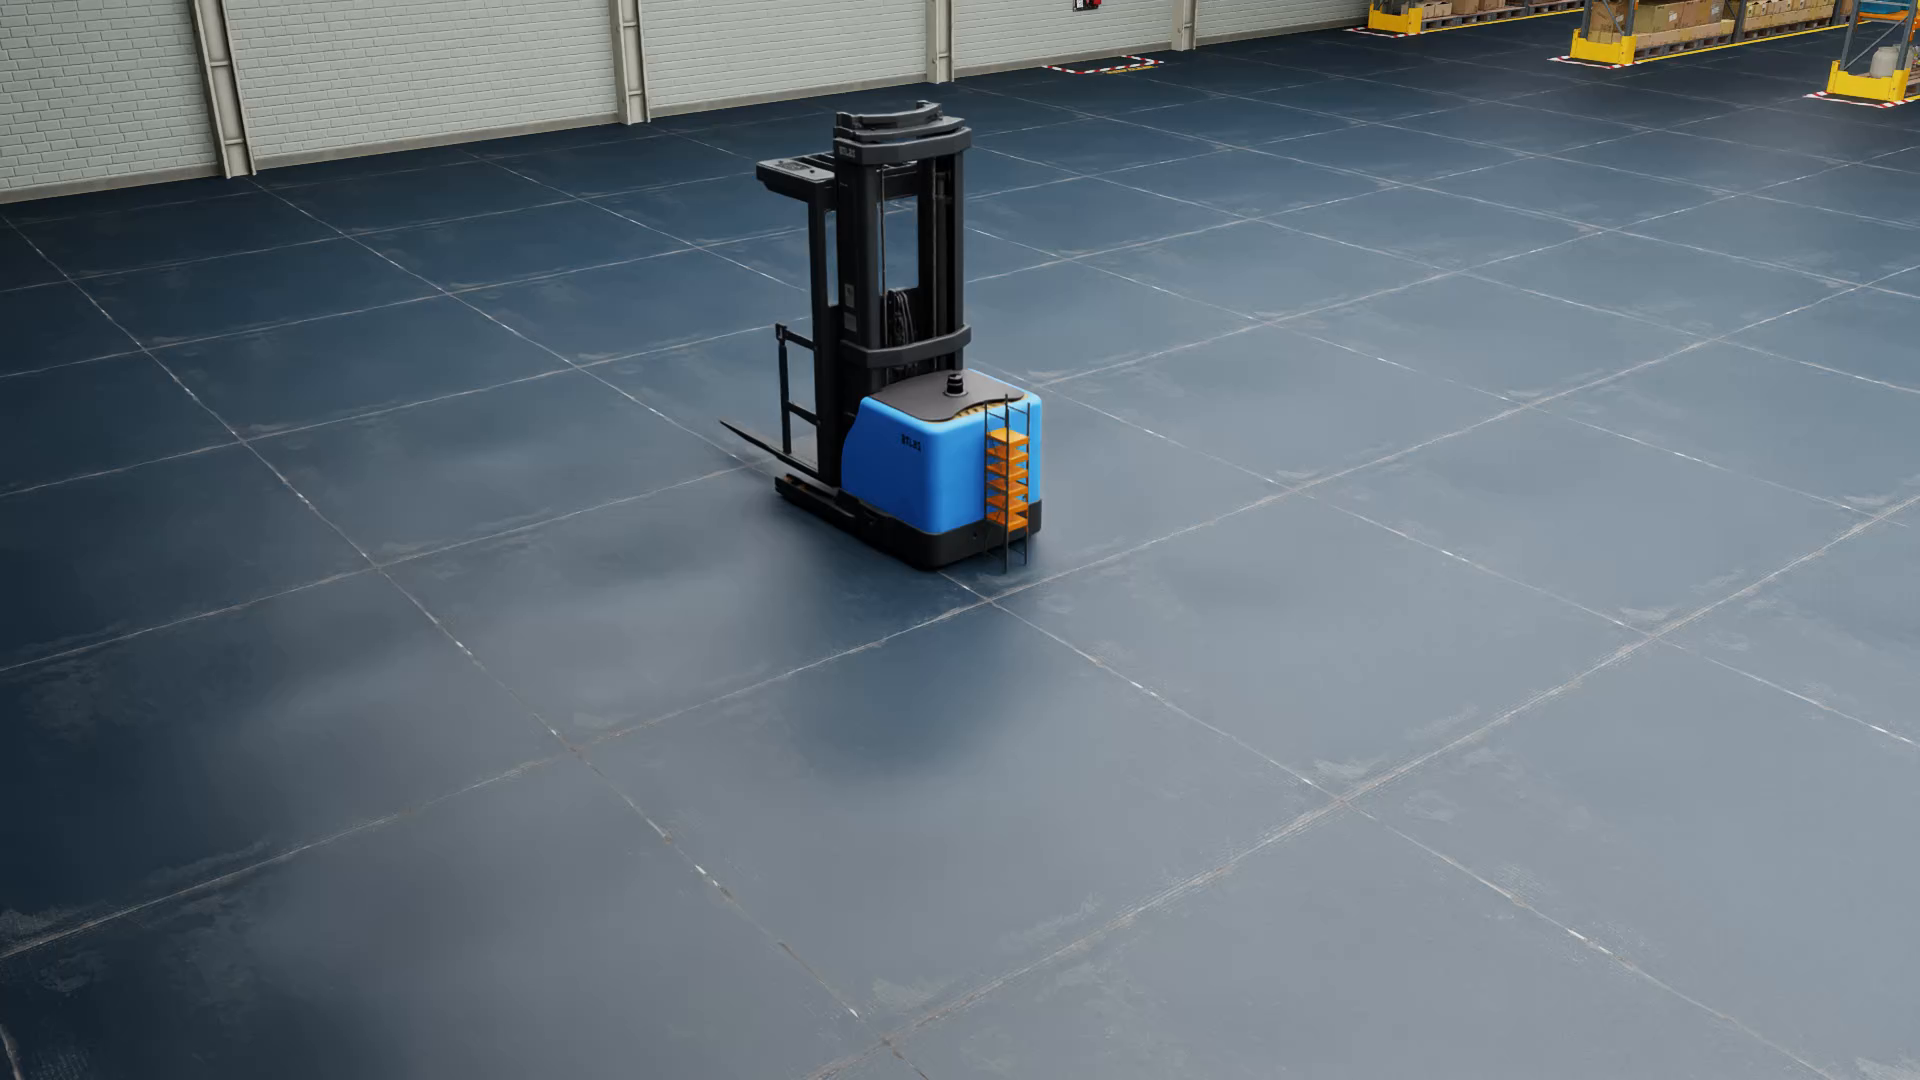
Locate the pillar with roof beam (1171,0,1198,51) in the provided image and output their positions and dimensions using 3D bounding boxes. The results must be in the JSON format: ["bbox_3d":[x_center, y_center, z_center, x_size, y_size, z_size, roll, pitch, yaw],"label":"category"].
[{"bbox_3d":[7.029,-12.290,27.669,0.400,9.000,9.100,-18,31,-34],"label":"pillar with roof beam"}]

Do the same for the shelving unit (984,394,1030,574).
[{"bbox_3d":[0.313,-0.374,11.257,0.189,1.200,0.258,-20,31,-36],"label":"shelving unit"}]

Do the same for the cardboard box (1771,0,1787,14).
[{"bbox_3d":[16.566,-10.970,34.052,0.500,0.311,0.500,-19,31,-36],"label":"cardboard box"}]

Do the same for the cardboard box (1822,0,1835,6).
[{"bbox_3d":[18.171,-11.503,35.201,0.500,0.311,0.500,-17,30,-33],"label":"cardboard box"}]

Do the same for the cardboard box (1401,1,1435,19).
[{"bbox_3d":[9.677,-11.215,35.150,0.500,0.311,0.500,-23,33,-40],"label":"cardboard box"}]

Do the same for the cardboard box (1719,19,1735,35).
[{"bbox_3d":[15.054,-10.235,33.134,0.500,0.250,0.500,-18,31,-34],"label":"cardboard box"}]

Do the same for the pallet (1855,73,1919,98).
[{"bbox_3d":[15.863,-7.783,28.397,1.213,0.211,1.003,-18,31,-34],"label":"pallet"}]

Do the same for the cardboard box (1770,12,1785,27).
[{"bbox_3d":[16.563,-10.718,34.176,0.500,0.250,0.500,-19,31,-36],"label":"cardboard box"}]

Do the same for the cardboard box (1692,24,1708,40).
[{"bbox_3d":[14.270,-9.973,32.571,0.500,0.250,0.500,-18,31,-34],"label":"cardboard box"}]

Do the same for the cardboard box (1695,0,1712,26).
[{"bbox_3d":[14.262,-10.318,32.422,0.500,0.500,0.500,-18,31,-34],"label":"cardboard box"}]

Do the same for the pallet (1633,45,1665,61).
[{"bbox_3d":[12.712,-9.393,31.865,1.213,0.211,1.003,-18,31,-34],"label":"pallet"}]

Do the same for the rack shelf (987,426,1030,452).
[{"bbox_3d":[0.313,-0.660,11.124,0.180,0.103,0.258,-20,31,-36],"label":"rack shelf"}]

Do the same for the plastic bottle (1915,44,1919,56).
[{"bbox_3d":[16.963,-8.609,29.487,0.185,0.351,0.144,-19,31,-34],"label":"plastic bottle"}]

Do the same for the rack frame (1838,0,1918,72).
[{"bbox_3d":[15.190,-8.803,27.282,0.127,3.000,1.000,-18,31,-34],"label":"rack frame"}]

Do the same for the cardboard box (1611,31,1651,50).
[{"bbox_3d":[12.695,-9.454,31.452,0.500,0.250,0.500,-18,31,-34],"label":"cardboard box"}]

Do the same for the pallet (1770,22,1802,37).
[{"bbox_3d":[16.800,-10.742,34.773,1.213,0.211,1.003,-18,31,-34],"label":"pallet"}]

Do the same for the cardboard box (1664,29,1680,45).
[{"bbox_3d":[13.480,-9.715,32.014,0.500,0.250,0.500,-18,31,-34],"label":"cardboard box"}]

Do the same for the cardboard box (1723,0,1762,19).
[{"bbox_3d":[15.763,-10.707,33.485,0.500,0.311,0.500,-18,30,-34],"label":"cardboard box"}]

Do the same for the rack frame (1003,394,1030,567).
[{"bbox_3d":[0.382,-0.399,11.311,0.006,1.200,0.240,-20,31,-36],"label":"rack frame"}]

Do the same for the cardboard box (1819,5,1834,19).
[{"bbox_3d":[18.168,-11.249,35.320,0.500,0.250,0.500,-17,30,-33],"label":"cardboard box"}]

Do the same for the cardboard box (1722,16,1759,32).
[{"bbox_3d":[15.754,-10.450,33.598,0.500,0.250,0.500,-19,31,-35],"label":"cardboard box"}]

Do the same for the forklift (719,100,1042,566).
[{"bbox_3d":[-0.738,-1.699,12.057,1.130,2.935,3.031,-19,31,-35],"label":"forklift"}]

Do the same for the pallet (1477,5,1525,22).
[{"bbox_3d":[11.718,-11.673,36.779,1.213,0.211,1.003,-18,31,-34],"label":"pallet"}]

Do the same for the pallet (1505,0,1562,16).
[{"bbox_3d":[12.836,-12.062,37.617,1.213,0.211,1.003,-18,31,-34],"label":"pallet"}]

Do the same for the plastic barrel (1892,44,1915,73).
[{"bbox_3d":[16.055,-8.192,28.421,0.421,0.512,0.421,0,25,0],"label":"plastic barrel"}]

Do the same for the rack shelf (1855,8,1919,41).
[{"bbox_3d":[16.764,-8.996,28.553,4.000,0.370,1.077,-18,31,-34],"label":"rack shelf"}]

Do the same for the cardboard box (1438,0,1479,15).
[{"bbox_3d":[10.733,-11.623,35.805,0.500,0.500,0.700,-21,32,-37],"label":"cardboard box"}]

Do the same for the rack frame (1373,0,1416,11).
[{"bbox_3d":[9.077,-12.085,34.354,0.127,3.000,1.000,-18,31,-34],"label":"rack frame"}]

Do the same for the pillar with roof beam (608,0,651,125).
[{"bbox_3d":[-2.414,-9.173,20.953,0.400,9.000,9.100,-18,31,-34],"label":"pillar with roof beam"}]

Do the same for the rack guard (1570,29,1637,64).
[{"bbox_3d":[12.117,-9.305,31.333,0.348,0.500,1.175,-18,31,-34],"label":"rack guard"}]

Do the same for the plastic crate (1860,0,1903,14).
[{"bbox_3d":[15.399,-8.965,27.808,0.616,0.251,0.499,-18,31,-34],"label":"plastic crate"}]

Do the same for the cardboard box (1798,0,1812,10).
[{"bbox_3d":[17.367,-11.236,34.625,0.500,0.311,0.500,-18,31,-34],"label":"cardboard box"}]

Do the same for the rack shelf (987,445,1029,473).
[{"bbox_3d":[0.313,-0.551,11.175,0.180,0.103,0.258,-20,31,-36],"label":"rack shelf"}]

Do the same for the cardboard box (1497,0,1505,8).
[{"bbox_3d":[11.822,-11.890,36.776,0.380,0.166,0.250,22,33,39],"label":"cardboard box"}]

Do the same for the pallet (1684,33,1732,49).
[{"bbox_3d":[14.632,-10.027,33.231,1.213,0.211,1.003,-18,31,-34],"label":"pallet"}]

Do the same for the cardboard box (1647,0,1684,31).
[{"bbox_3d":[13.473,-10.059,31.864,0.500,0.500,0.500,-18,31,-34],"label":"cardboard box"}]

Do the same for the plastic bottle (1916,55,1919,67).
[{"bbox_3d":[16.926,-8.464,29.353,0.097,0.201,0.097,0,25,0],"label":"plastic bottle"}]

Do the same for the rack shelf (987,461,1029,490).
[{"bbox_3d":[0.313,-0.442,11.225,0.180,0.103,0.258,-20,31,-36],"label":"rack shelf"}]

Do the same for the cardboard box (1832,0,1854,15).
[{"bbox_3d":[18.966,-11.613,35.782,0.500,0.500,0.500,-17,30,-32],"label":"cardboard box"}]

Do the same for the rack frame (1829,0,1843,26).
[{"bbox_3d":[18.432,-12.523,35.298,0.127,3.000,1.000,-18,31,-34],"label":"rack frame"}]

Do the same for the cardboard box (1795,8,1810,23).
[{"bbox_3d":[17.367,-10.984,34.749,0.500,0.250,0.500,-17,30,-33],"label":"cardboard box"}]

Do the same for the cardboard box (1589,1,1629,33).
[{"bbox_3d":[12.375,-9.966,31.665,0.500,0.500,0.500,-18,31,-34],"label":"cardboard box"}]

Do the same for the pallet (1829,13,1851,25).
[{"bbox_3d":[19.042,-11.440,36.276,1.213,0.211,1.003,-18,31,-34],"label":"pallet"}]

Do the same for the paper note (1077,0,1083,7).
[{"bbox_3d":[2.222,-9.943,30.785,0.142,0.148,0.016,-18,31,-34],"label":"paper note"}]

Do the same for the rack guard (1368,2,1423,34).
[{"bbox_3d":[9.136,-10.971,34.923,0.348,0.500,1.175,-18,31,-34],"label":"rack guard"}]

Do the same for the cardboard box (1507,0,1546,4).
[{"bbox_3d":[12.793,-12.387,37.450,0.500,0.500,0.700,-17,30,-32],"label":"cardboard box"}]

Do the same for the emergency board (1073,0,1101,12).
[{"bbox_3d":[2.404,-10.366,30.649,0.643,1.169,0.194,-18,31,-34],"label":"emergency board"}]
